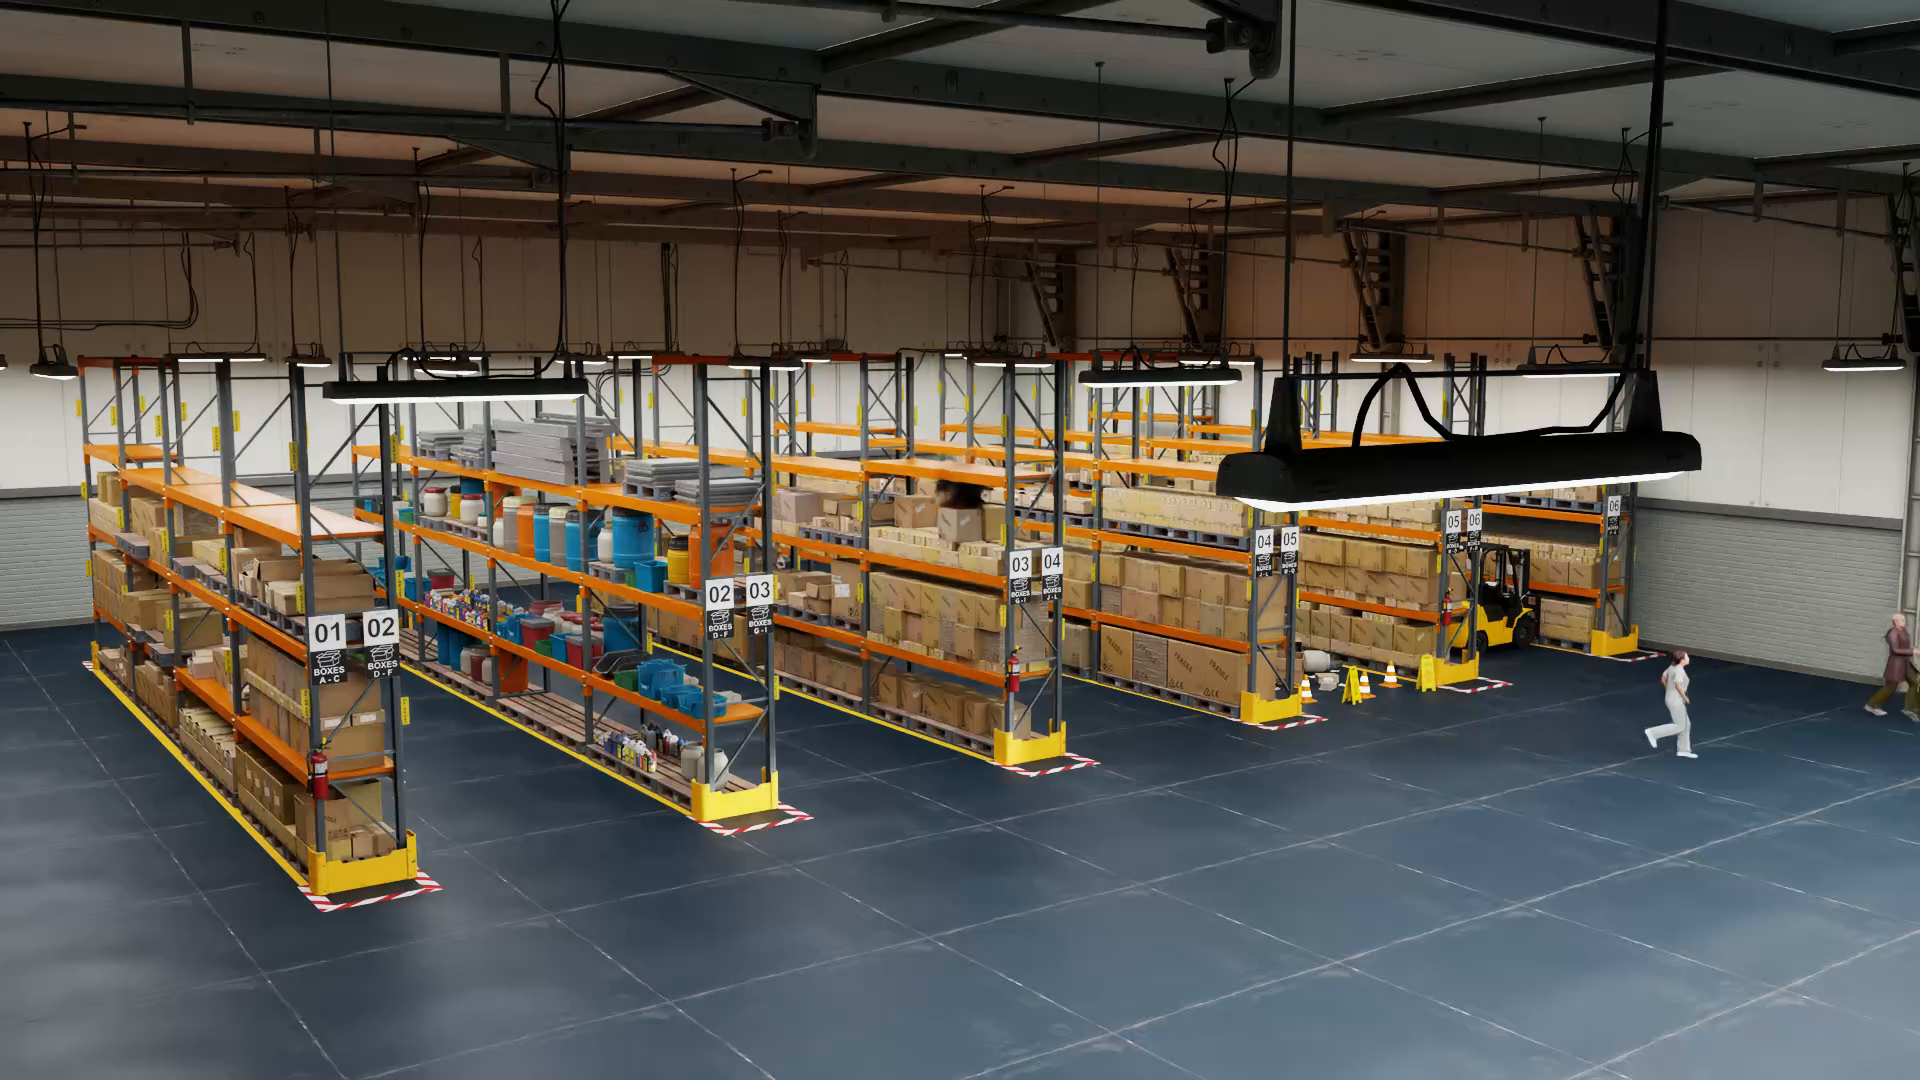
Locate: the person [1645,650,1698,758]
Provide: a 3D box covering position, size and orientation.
[{"bbox_3d":[10.805,2.477,25.230,0.779,1.649,0.589,1,7,5],"label":"person"}]

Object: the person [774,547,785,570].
[{"bbox_3d":[-4.246,0.947,37.960,0.561,1.617,0.669,-5,9,-38],"label":"person"}]

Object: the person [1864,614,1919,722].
[{"bbox_3d":[15.592,2.140,27.675,0.723,1.783,0.867,-7,10,-44],"label":"person"}]

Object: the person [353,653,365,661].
[{"bbox_3d":[-10.482,1.923,29.166,0.639,1.787,0.761,-6,9,-38],"label":"person"}]
